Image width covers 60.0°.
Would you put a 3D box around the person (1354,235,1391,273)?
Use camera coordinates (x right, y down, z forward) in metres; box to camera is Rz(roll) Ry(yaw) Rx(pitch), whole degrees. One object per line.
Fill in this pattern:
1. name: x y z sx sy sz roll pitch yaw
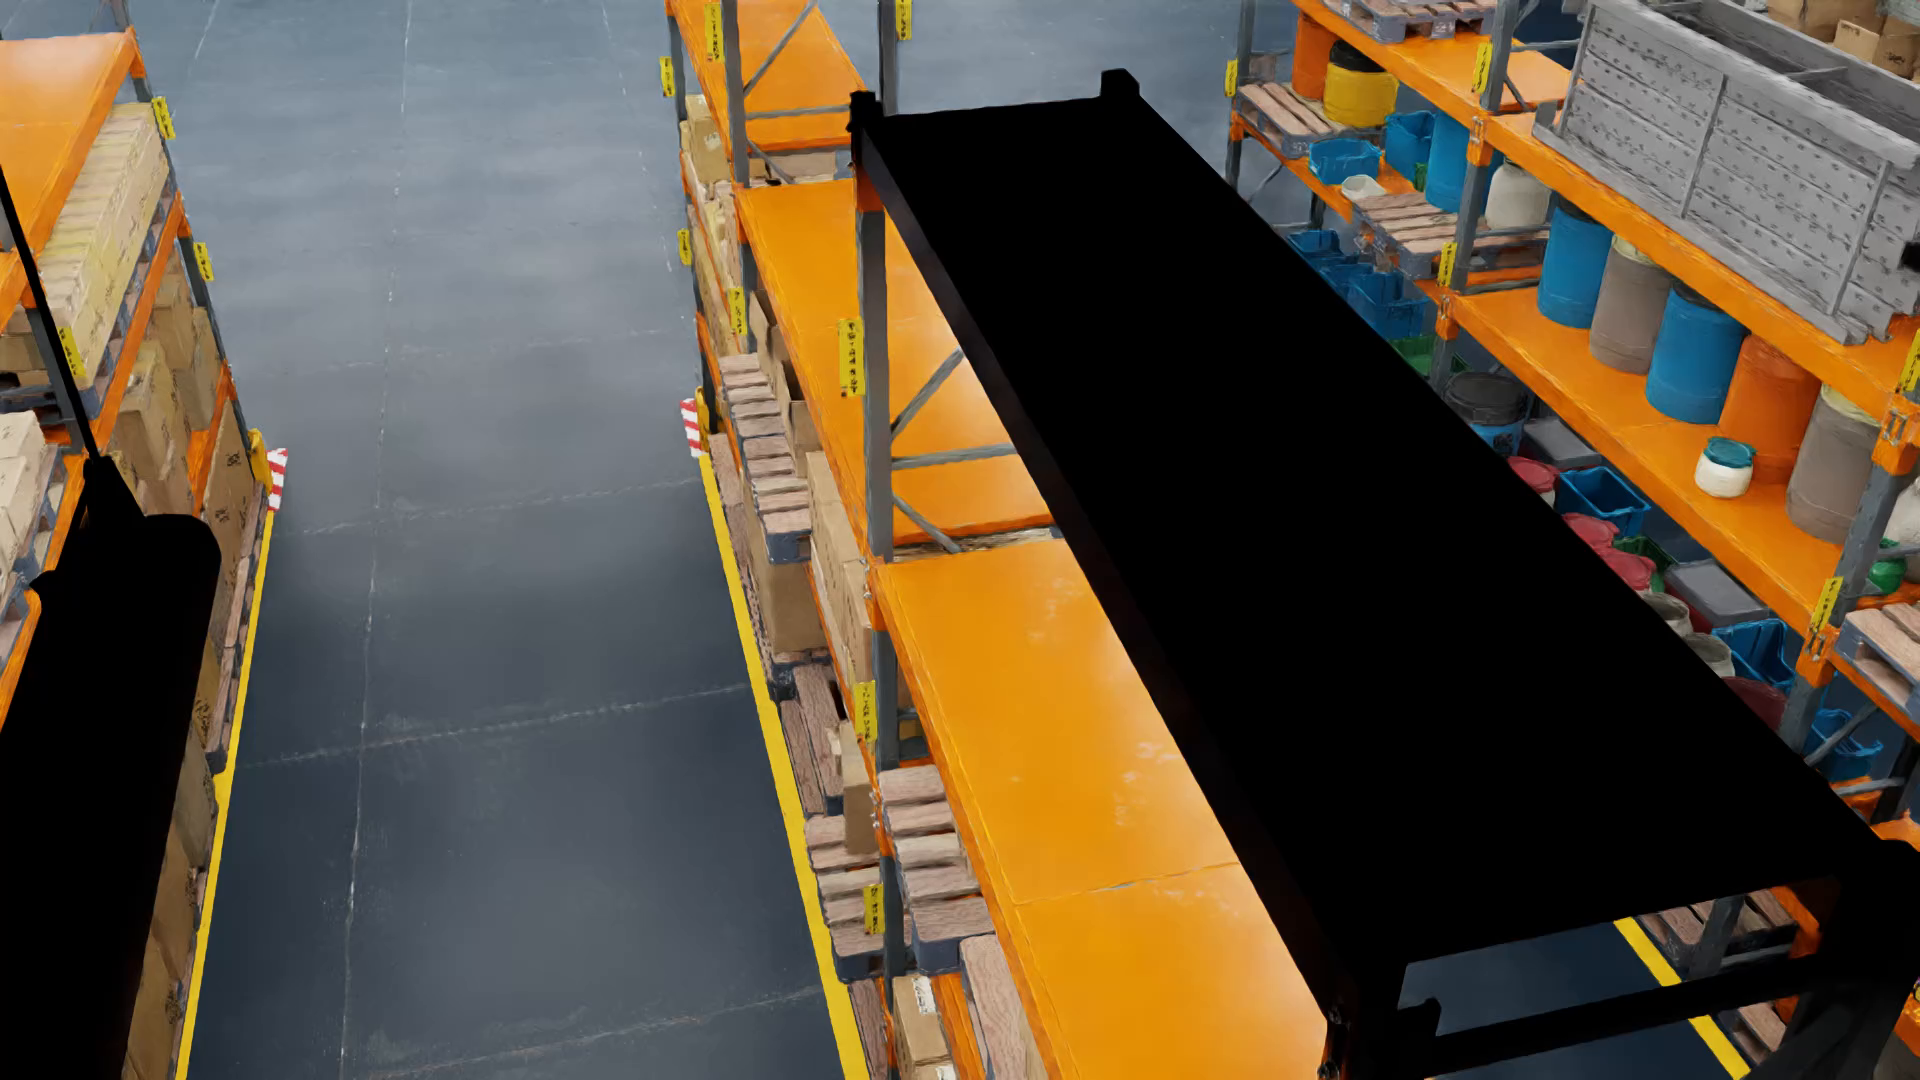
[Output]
1. person: 4.563 -3.778 18.122 0.556 1.669 1.040 -9 35 -13
